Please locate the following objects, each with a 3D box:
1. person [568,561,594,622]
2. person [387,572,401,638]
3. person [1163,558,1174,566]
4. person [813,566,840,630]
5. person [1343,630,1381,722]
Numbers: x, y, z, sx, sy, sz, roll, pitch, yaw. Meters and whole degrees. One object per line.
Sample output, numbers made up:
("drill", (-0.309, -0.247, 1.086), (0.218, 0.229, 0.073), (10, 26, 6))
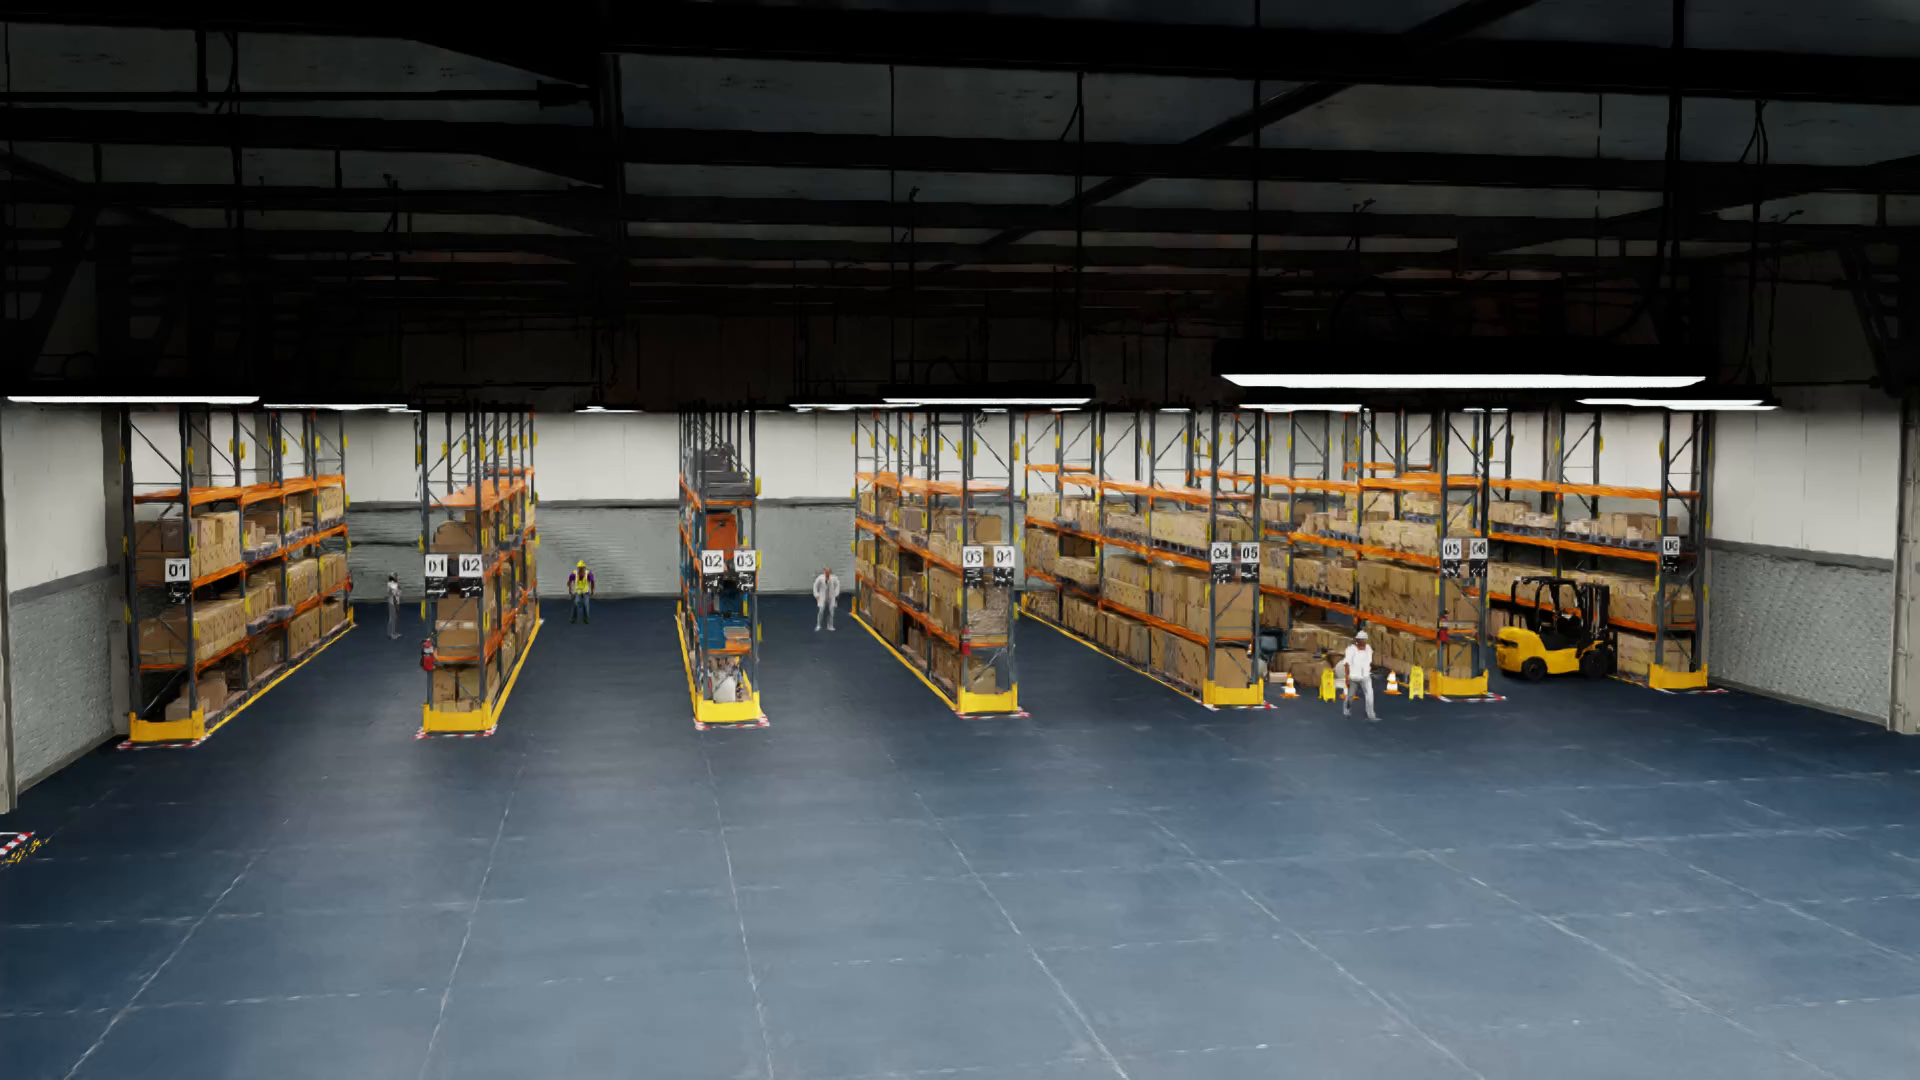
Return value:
("person", (-10.425, 1.423, 45.771), (0.719, 1.714, 0.578), (-1, 4, -13))
("person", (-14.507, 1.659, 42.624), (0.371, 1.667, 0.587), (-2, 5, -25))
("person", (6.019, 1.203, 48.260), (0.515, 1.747, 0.660), (-1, 5, -18))
("person", (-3.546, 1.533, 44.145), (0.729, 1.733, 0.544), (-1, 4, -13))
("person", (7.464, 2.524, 31.070), (0.577, 1.691, 1.121), (-1, 4, -8))
